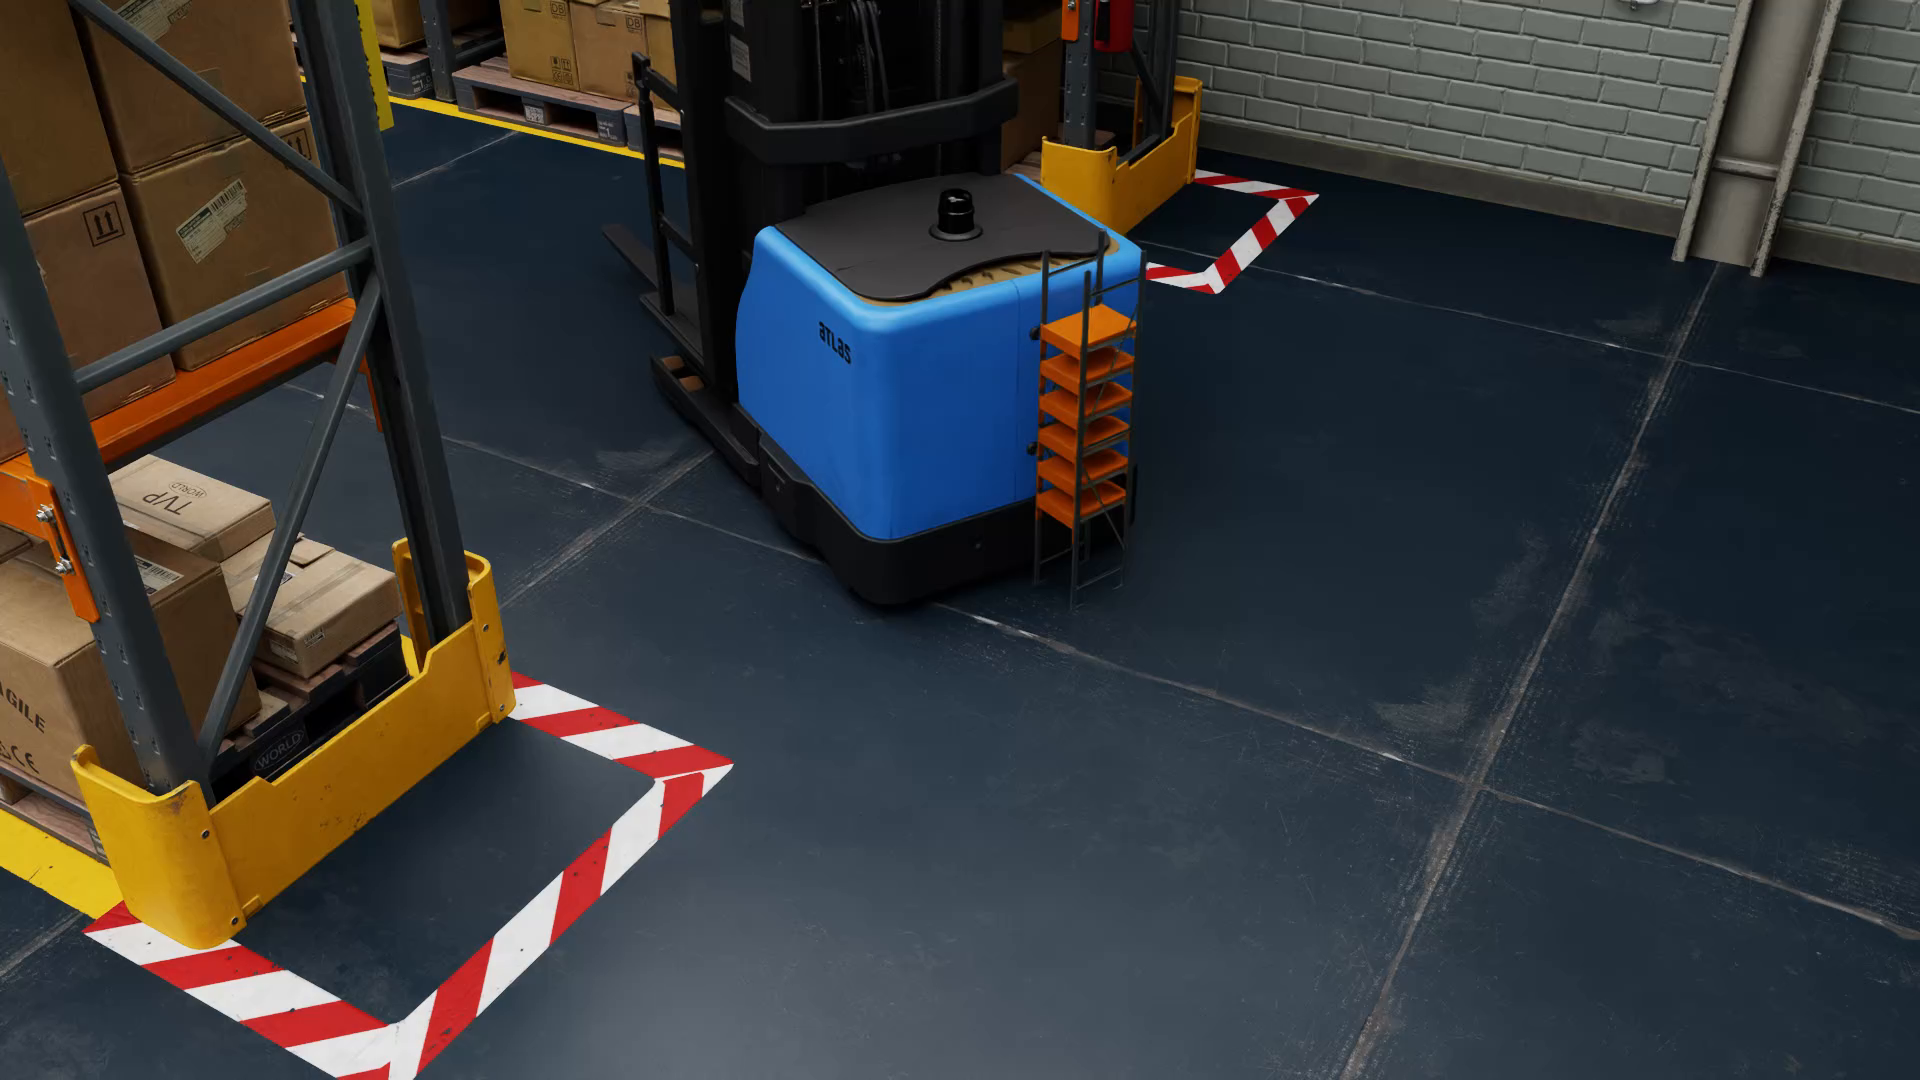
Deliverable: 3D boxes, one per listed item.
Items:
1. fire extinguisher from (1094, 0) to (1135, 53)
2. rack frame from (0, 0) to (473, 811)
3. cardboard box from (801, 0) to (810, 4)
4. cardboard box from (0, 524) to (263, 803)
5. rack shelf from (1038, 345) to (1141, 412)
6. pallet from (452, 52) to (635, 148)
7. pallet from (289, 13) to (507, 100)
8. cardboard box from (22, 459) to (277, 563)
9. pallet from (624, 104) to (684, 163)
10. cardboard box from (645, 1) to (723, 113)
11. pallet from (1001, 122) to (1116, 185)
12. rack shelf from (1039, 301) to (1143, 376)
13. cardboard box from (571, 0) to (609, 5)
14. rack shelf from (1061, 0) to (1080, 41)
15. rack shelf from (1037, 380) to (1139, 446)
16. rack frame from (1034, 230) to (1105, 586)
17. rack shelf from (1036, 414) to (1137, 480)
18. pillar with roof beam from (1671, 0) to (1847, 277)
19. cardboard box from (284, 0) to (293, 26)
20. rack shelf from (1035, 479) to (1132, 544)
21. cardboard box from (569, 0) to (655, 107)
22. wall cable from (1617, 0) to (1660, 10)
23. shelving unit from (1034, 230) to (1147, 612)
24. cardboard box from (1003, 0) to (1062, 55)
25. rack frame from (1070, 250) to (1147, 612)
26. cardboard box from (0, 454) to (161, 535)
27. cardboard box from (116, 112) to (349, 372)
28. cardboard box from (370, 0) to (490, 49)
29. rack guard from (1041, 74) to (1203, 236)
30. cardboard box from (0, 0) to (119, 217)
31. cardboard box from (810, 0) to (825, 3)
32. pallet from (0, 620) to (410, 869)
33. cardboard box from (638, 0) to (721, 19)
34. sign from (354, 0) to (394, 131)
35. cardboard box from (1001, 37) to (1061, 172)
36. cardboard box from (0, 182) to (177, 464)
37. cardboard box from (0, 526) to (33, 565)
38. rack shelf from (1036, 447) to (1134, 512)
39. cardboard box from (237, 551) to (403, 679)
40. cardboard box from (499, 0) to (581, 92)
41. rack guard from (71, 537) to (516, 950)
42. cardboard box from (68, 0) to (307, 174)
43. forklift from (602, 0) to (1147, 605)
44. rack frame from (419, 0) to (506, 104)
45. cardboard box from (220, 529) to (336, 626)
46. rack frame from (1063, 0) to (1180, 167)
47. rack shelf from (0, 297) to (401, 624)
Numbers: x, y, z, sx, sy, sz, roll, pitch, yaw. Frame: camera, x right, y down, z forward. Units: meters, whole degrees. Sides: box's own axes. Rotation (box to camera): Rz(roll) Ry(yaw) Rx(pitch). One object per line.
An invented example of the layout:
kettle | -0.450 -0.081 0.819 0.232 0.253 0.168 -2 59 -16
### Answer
fire extinguisher | 0.671 -2.442 7.117 0.183 0.674 0.296 18 37 24
rack frame | -1.685 -0.508 3.807 0.127 3.000 1.000 18 37 24
cardboard box | -0.782 -2.852 8.617 0.250 0.149 0.380 18 38 25
cardboard box | -2.280 0.318 4.425 0.500 0.500 0.500 18 37 24
rack shelf | 0.395 -0.509 5.076 0.258 0.103 0.180 -24 41 -31
pallet | -2.082 -2.586 9.443 1.213 0.211 1.003 18 37 24
pallet | -3.411 -3.009 10.077 1.213 0.211 1.003 18 37 24
cardboard box | -2.451 0.029 5.083 0.500 0.250 0.500 18 37 24
pallet | -1.019 -2.251 8.940 1.213 0.211 1.003 18 37 24
cardboard box | -1.226 -2.591 8.810 0.500 0.500 0.700 18 38 25
pallet | 0.036 -1.915 8.435 1.213 0.211 1.003 18 37 24
rack shelf | 0.395 -0.608 5.009 0.258 0.103 0.180 -24 41 -31
cardboard box | -1.898 -2.961 8.781 0.250 0.149 0.380 19 38 26
rack shelf | -0.967 -3.144 8.414 4.000 0.370 1.077 18 37 24
rack shelf | 0.396 -0.409 5.144 0.258 0.103 0.180 -24 41 -31
rack frame | 0.340 -0.387 5.246 0.240 1.200 0.006 -24 41 -31
rack shelf | 0.396 -0.310 5.211 0.258 0.103 0.180 -24 41 -31
pillar with roof beam | 1.407 -2.992 2.125 0.400 9.000 9.100 18 37 24
cardboard box | -4.106 -3.632 10.059 0.750 0.750 0.750 19 38 26
rack shelf | 0.397 -0.111 5.345 0.258 0.103 0.180 -24 41 -31
cardboard box | -1.671 -2.733 9.024 0.500 0.500 0.700 17 37 24
wall cable | 2.350 -3.419 7.262 1.851 1.984 0.084 18 37 24
shelving unit | 0.396 -0.347 5.186 0.258 1.200 0.189 -24 41 -31
cardboard box | 0.320 -2.504 8.095 0.250 0.149 0.380 18 38 25
rack frame | 0.452 -0.307 5.126 0.240 1.200 0.006 -24 41 -31
cardboard box | -2.885 -0.108 5.290 0.500 0.250 0.500 18 37 24
cardboard box | -1.940 -0.799 4.153 0.500 0.500 0.500 18 38 25
cardboard box | -3.332 -3.389 9.694 0.750 0.750 0.750 18 38 25
rack guard | 0.790 -1.846 8.071 0.348 0.500 1.175 18 37 24
cardboard box | -2.208 -0.956 3.487 0.500 0.500 0.500 17 37 24
cardboard box | -0.559 -2.781 8.512 0.250 0.149 0.380 18 38 25
pallet | -2.444 0.413 4.940 1.213 0.211 1.003 18 37 24
cardboard box | -1.445 -2.817 8.565 0.250 0.149 0.380 16 37 23
sign | -1.416 -1.130 3.959 0.005 0.325 0.100 18 37 24
cardboard box | 0.112 -2.172 8.182 0.500 0.500 0.700 18 37 24
cardboard box | -2.209 -0.542 3.768 0.500 0.500 0.500 19 38 26
cardboard box | -3.089 0.146 4.908 0.500 0.250 0.500 18 37 24
rack shelf | 0.396 -0.211 5.278 0.258 0.103 0.180 -24 41 -31
cardboard box | -1.878 0.215 4.897 0.250 0.149 0.380 18 37 24
cardboard box | -2.105 -2.873 9.234 0.500 0.500 0.700 18 38 25
rack guard | -1.751 0.511 4.531 0.348 0.500 1.175 18 37 24
cardboard box | -1.940 -1.215 3.876 0.500 0.500 0.500 19 38 26
forklift | -0.565 -1.804 5.815 1.130 2.935 3.031 -18 37 -24
rack frame | -2.703 -3.993 9.040 0.127 3.000 1.000 18 37 24
cardboard box | -2.095 0.139 4.995 0.250 0.166 0.380 18 37 24
rack frame | 0.769 -2.893 7.388 0.127 3.000 1.000 18 37 24
rack shelf | -3.422 -0.759 4.832 4.000 0.370 1.077 18 37 24
